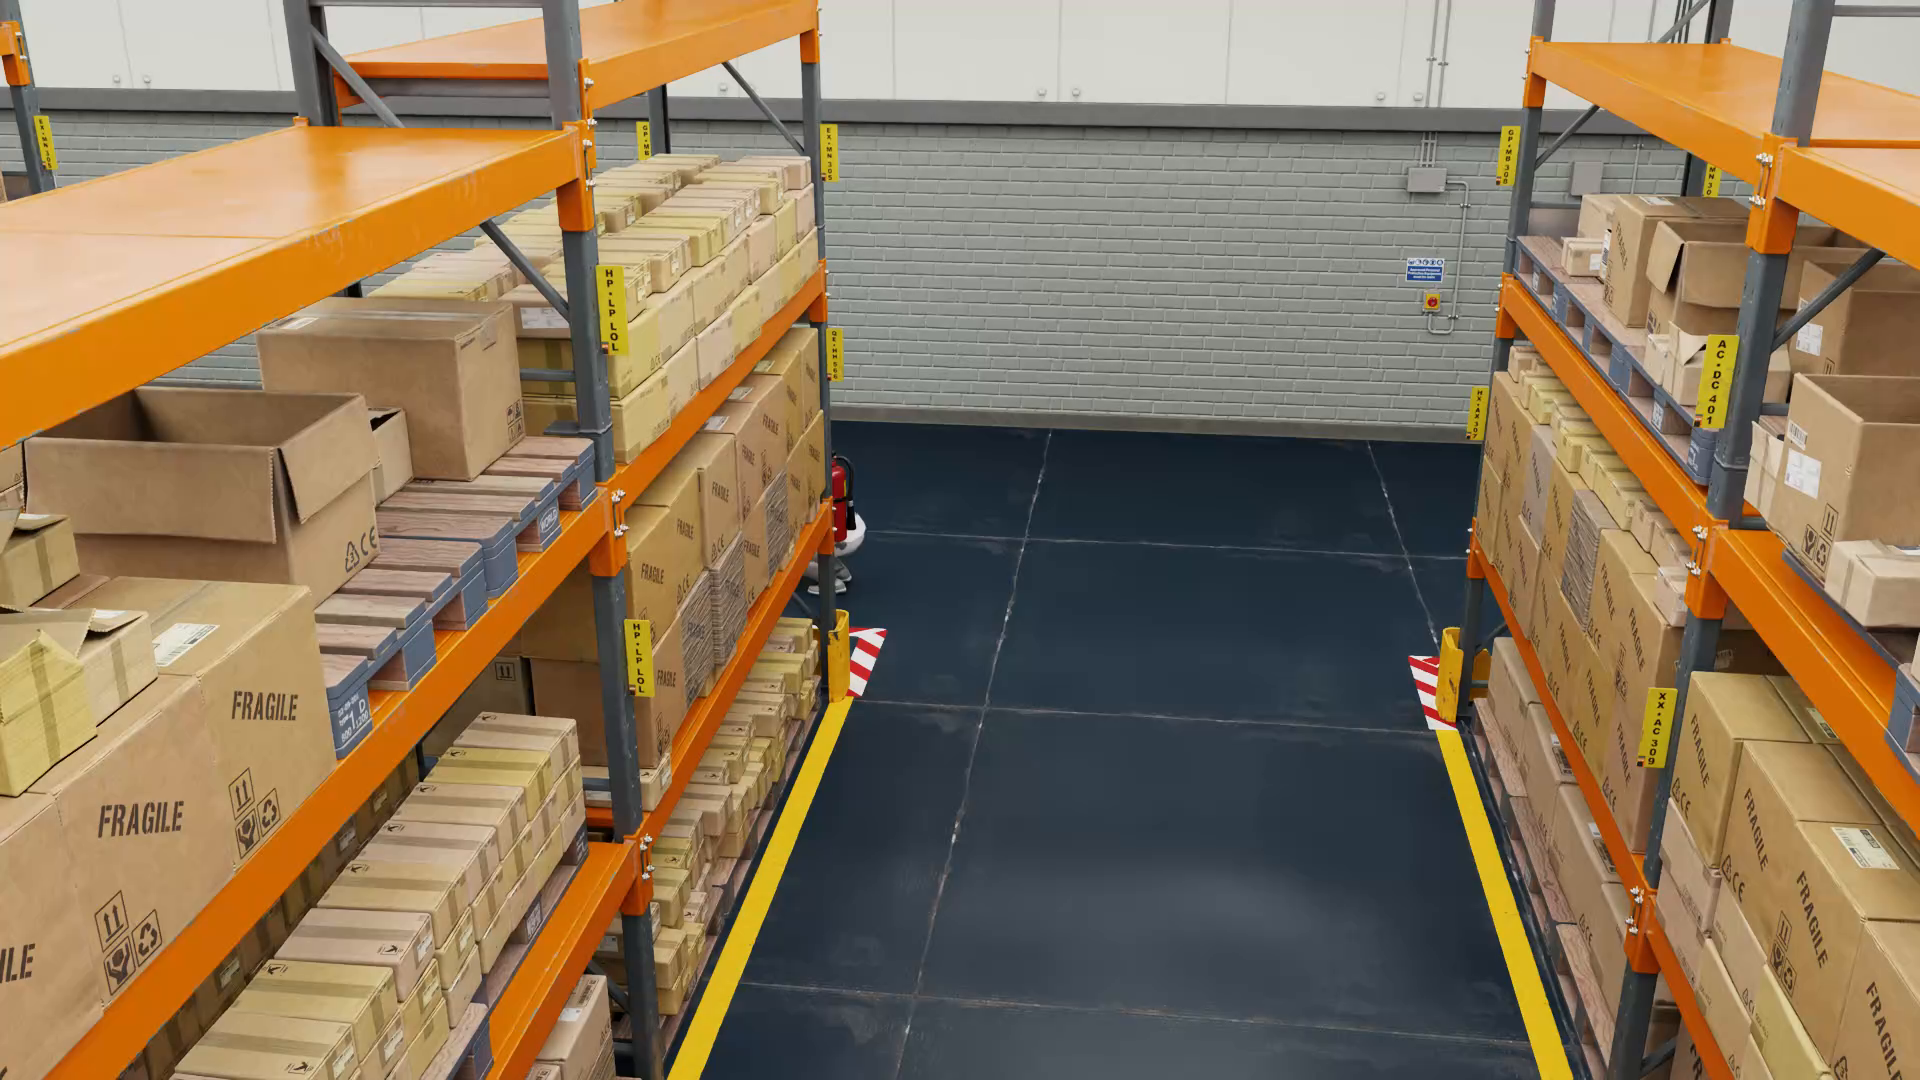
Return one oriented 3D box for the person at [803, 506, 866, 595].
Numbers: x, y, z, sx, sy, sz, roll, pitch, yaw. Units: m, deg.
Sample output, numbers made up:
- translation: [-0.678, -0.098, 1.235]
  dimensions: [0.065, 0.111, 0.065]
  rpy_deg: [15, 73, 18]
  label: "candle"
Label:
- translation: [-1.121, -0.100, 12.309]
  dimensions: [0.832, 0.977, 0.470]
  rpy_deg: [2, 21, 5]
  label: "person"
